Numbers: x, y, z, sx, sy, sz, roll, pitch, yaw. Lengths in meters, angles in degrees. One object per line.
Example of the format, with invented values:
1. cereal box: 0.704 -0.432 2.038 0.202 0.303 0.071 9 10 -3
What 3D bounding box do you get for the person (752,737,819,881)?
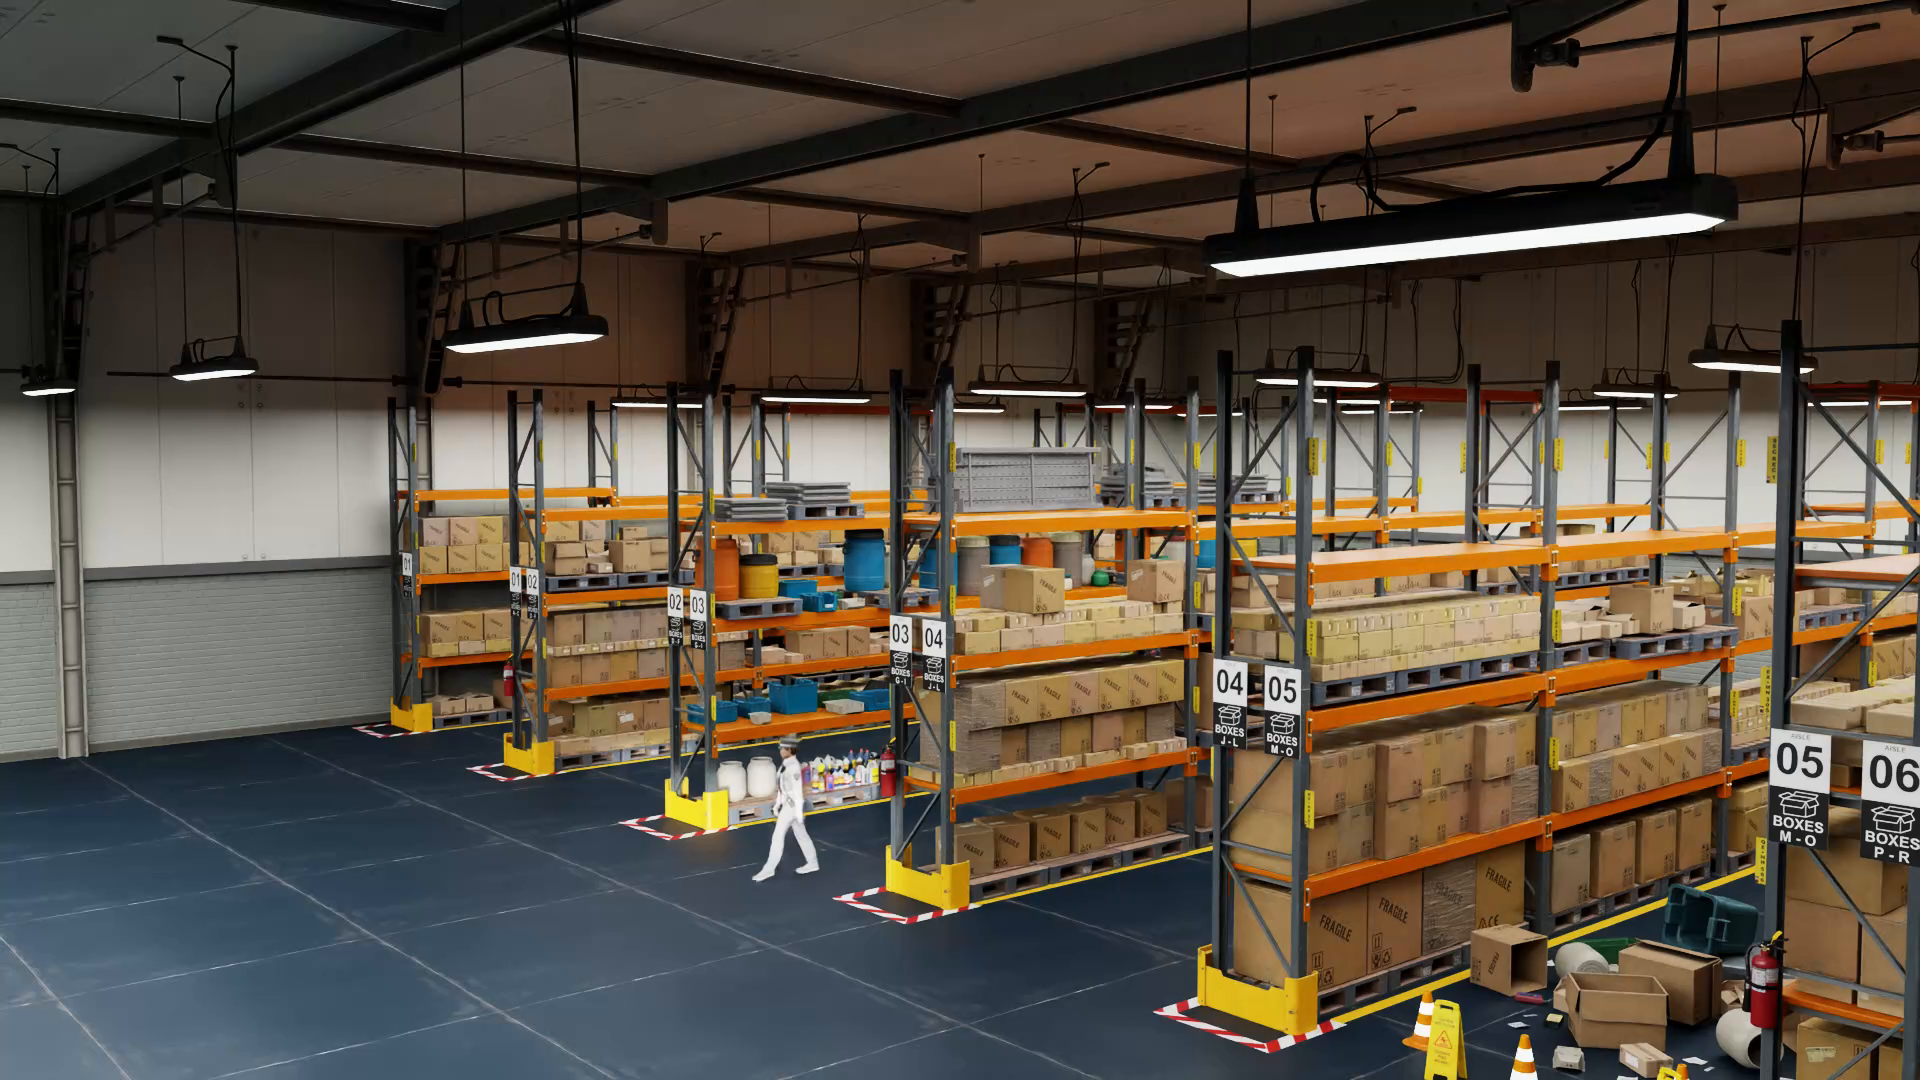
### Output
1. person: -2.081 3.171 19.814 0.807 1.648 0.525 -1 3 -9
